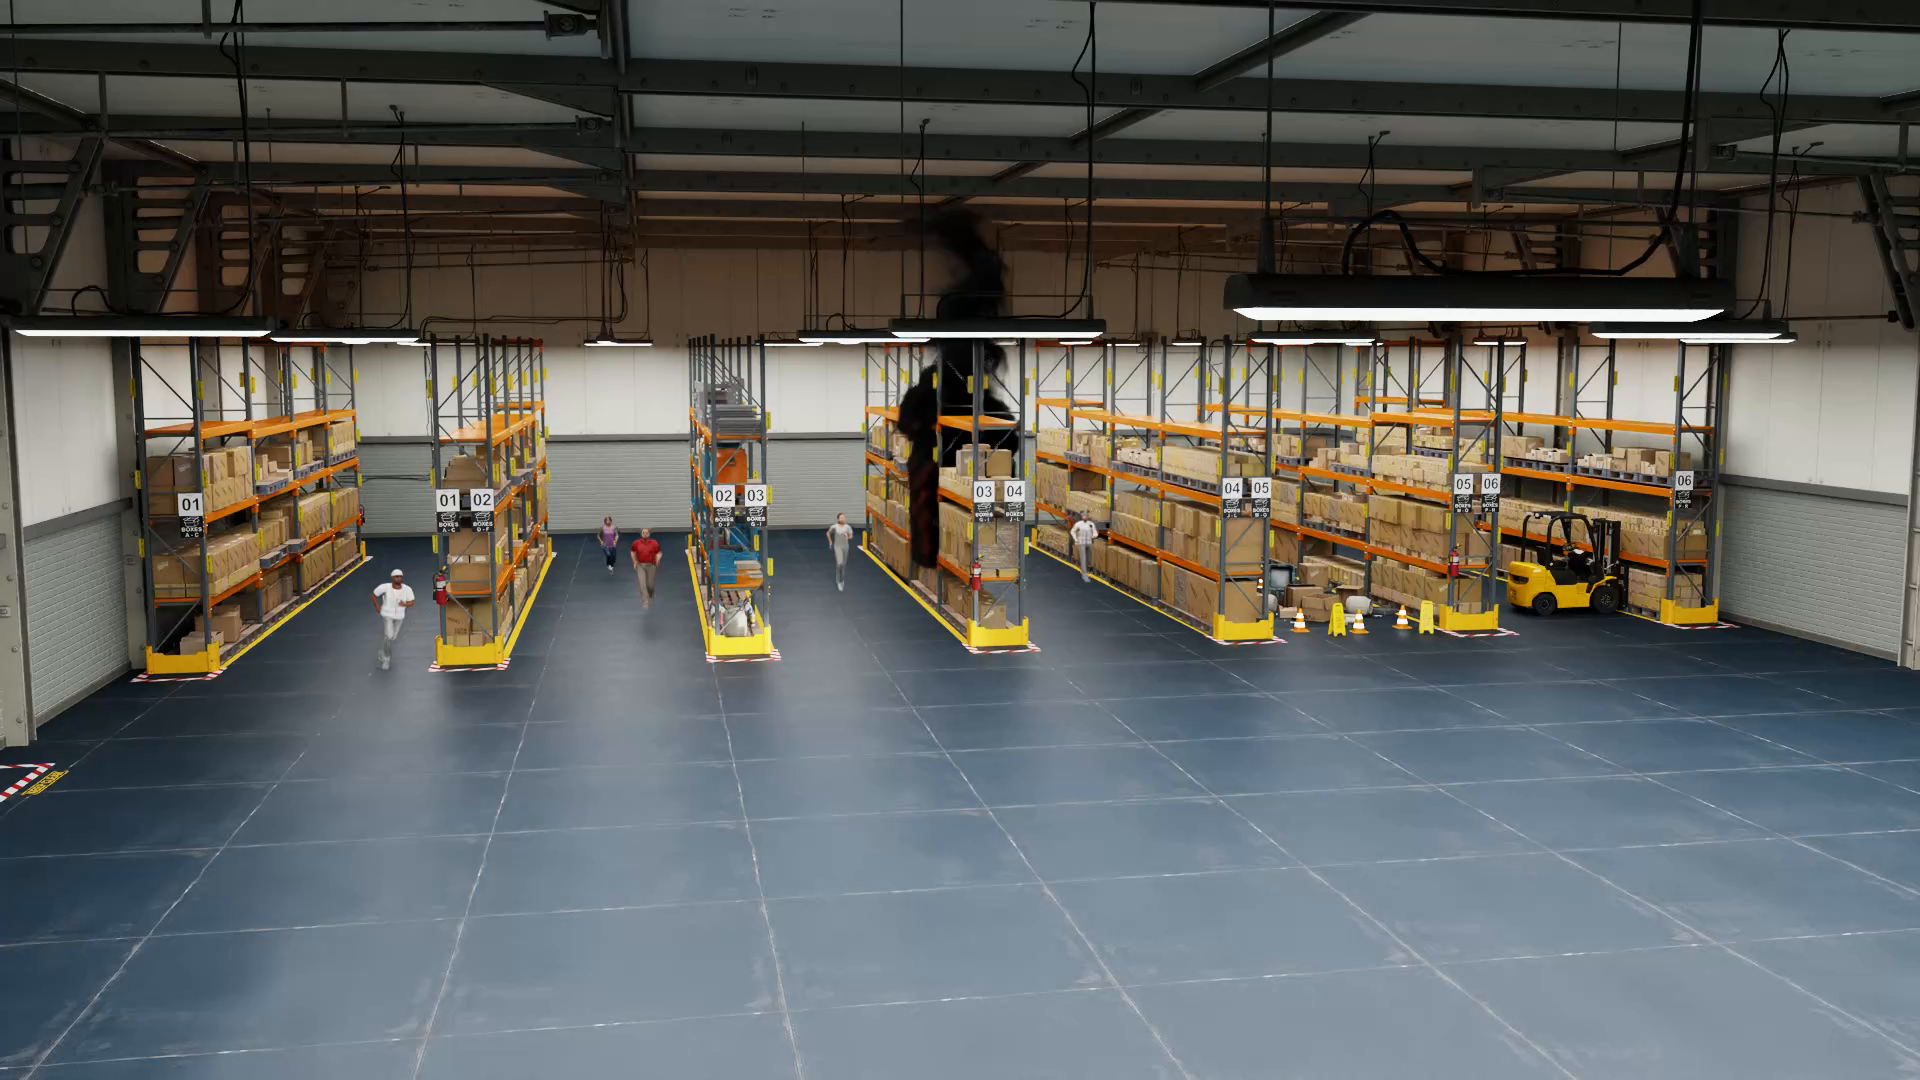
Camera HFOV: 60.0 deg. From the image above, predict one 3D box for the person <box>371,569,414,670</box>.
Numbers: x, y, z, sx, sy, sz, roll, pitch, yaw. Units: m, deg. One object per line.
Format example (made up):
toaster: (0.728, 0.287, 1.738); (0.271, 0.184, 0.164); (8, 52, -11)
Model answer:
person: (-10.285, 1.423, 30.196); (0.690, 1.822, 0.691); (-5, 8, -39)

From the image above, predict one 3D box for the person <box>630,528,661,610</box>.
person: (-6.622, 0.591, 35.072); (0.646, 1.708, 0.692); (-1, 7, -8)

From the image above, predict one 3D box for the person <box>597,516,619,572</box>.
person: (-8.746, 0.120, 41.351); (0.536, 1.439, 0.698); (-2, 7, -19)

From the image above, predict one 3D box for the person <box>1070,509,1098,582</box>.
person: (2.944, 0.118, 39.120); (0.626, 1.687, 0.767); (-1, 7, -12)

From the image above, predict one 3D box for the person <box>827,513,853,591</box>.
person: (-2.722, 0.257, 38.096); (0.531, 1.769, 0.711); (-3, 7, -22)
